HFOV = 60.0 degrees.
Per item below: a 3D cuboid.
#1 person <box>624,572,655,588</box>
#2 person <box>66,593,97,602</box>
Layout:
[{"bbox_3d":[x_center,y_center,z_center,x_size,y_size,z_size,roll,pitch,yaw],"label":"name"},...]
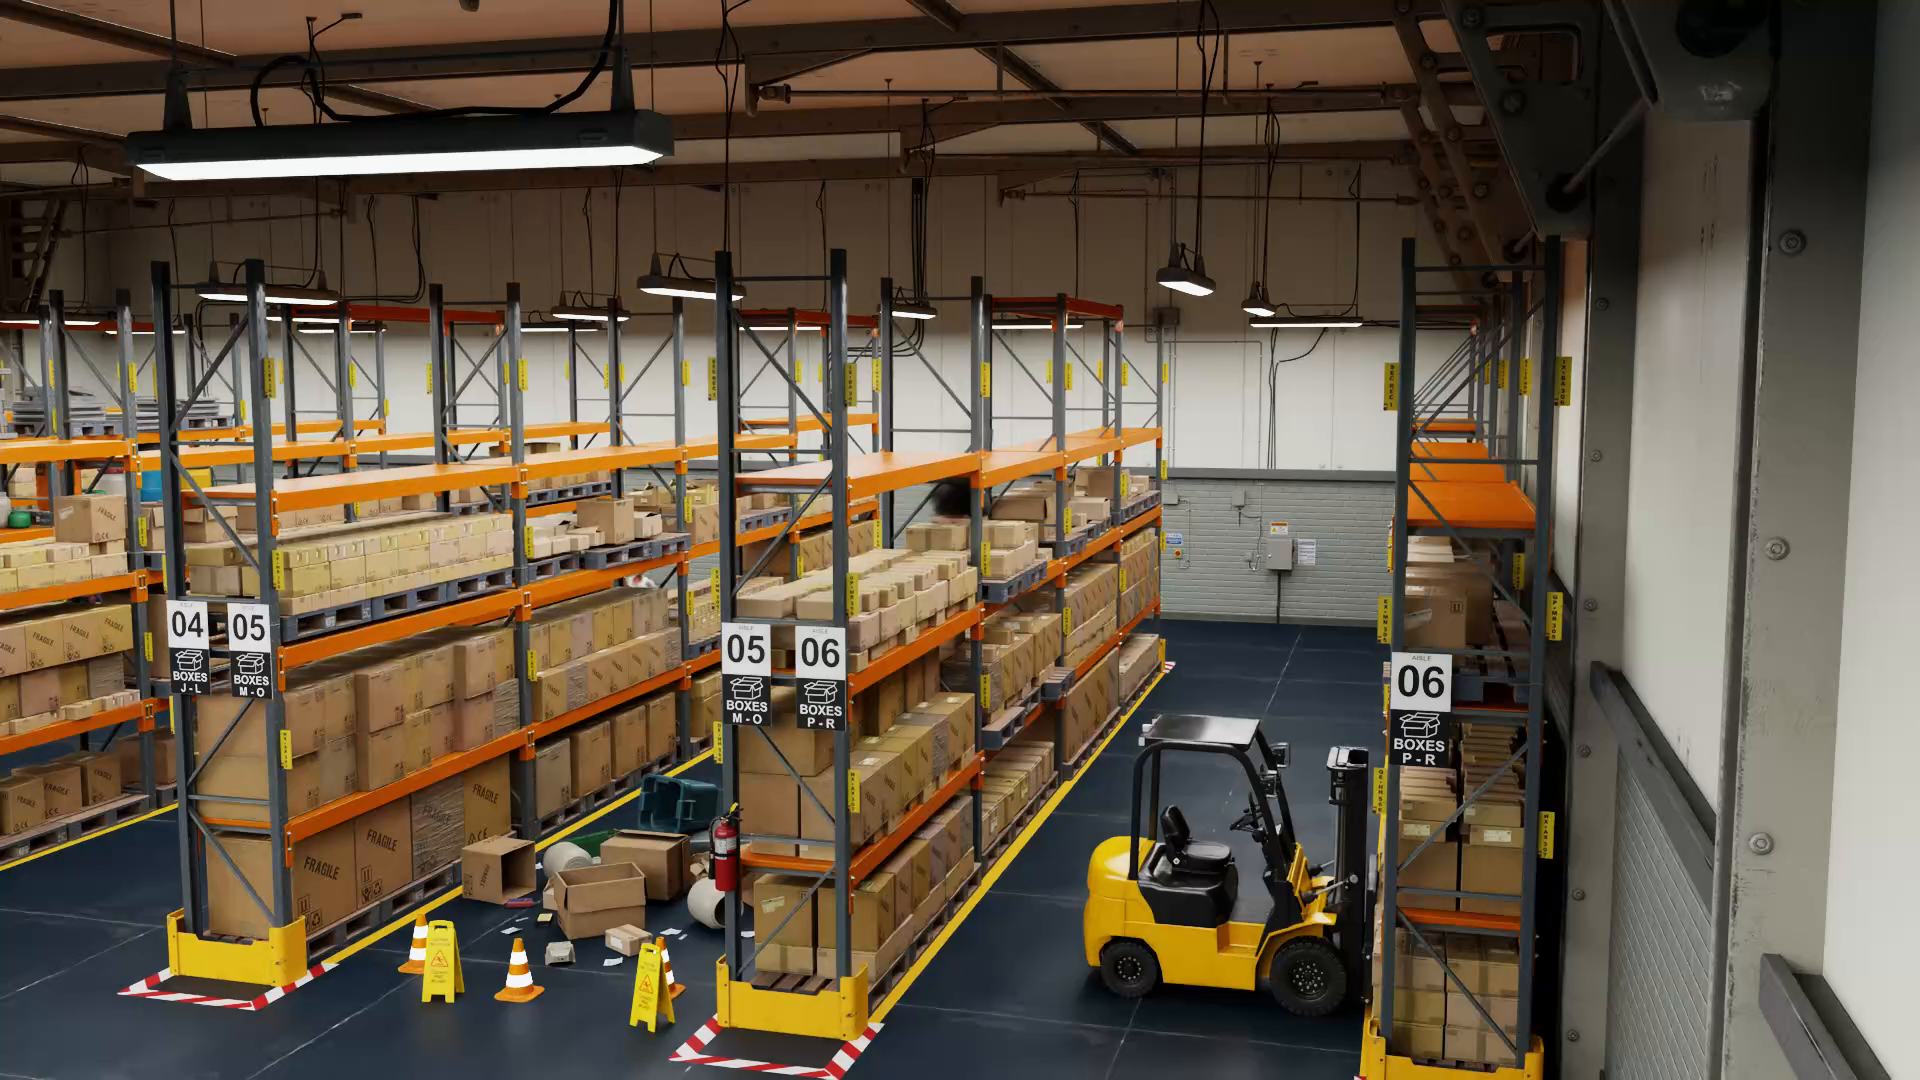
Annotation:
[{"bbox_3d":[-5.476,1.268,28.301,0.655,1.831,0.859,0,6,3],"label":"person"},{"bbox_3d":[-14.379,1.399,27.348,0.718,1.746,0.833,1,6,11],"label":"person"}]
